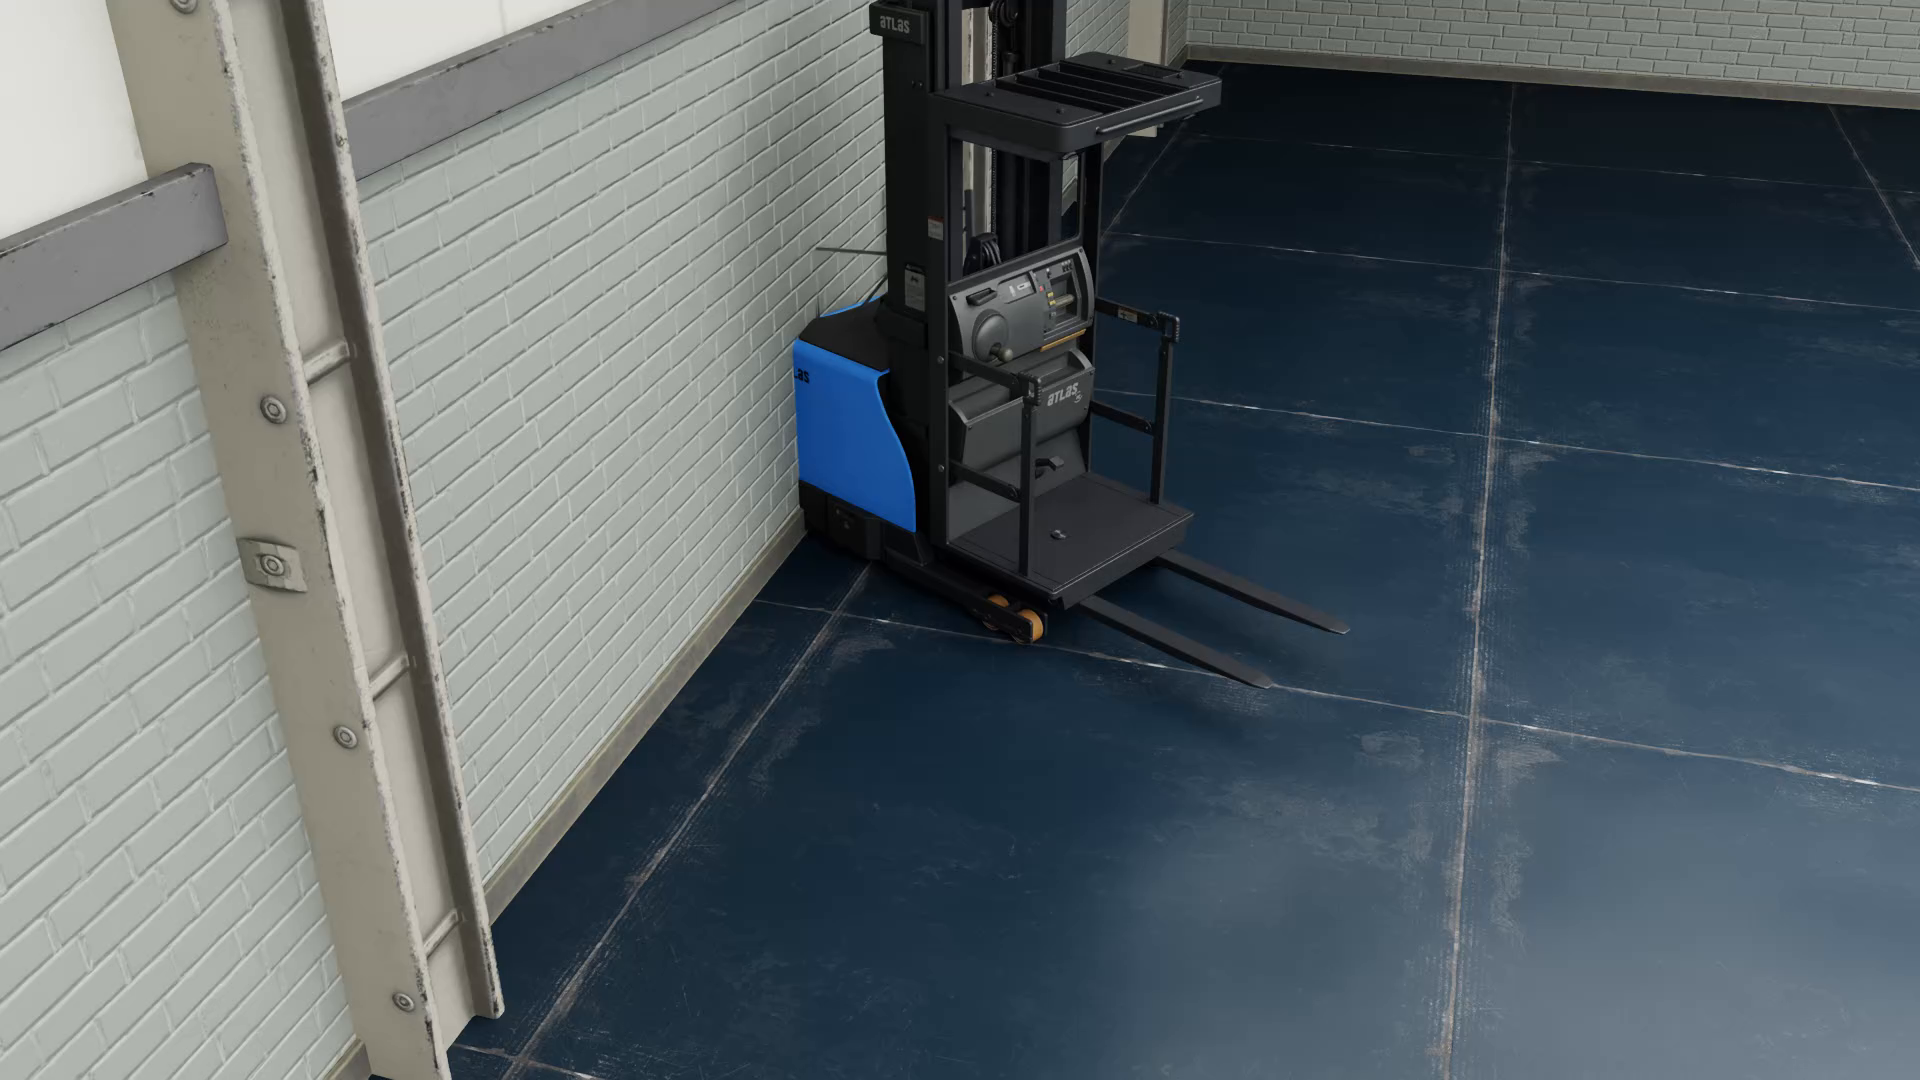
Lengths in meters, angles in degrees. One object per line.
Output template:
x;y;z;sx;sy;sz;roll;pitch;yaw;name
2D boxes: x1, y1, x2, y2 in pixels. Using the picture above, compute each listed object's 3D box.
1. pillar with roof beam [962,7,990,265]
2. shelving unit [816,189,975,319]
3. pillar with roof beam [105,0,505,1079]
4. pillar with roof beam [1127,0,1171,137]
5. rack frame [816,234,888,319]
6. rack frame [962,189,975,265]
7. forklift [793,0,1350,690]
4.085;-4.401;7.405;9.100;9.000;0.400;8;30;15;pillar with roof beam
-0.339;-1.061;9.048;0.587;1.500;1.083;8;26;21;shelving unit
2.324;-1.613;2.393;9.100;9.000;0.400;8;30;15;pillar with roof beam
5.846;-7.190;12.418;9.100;9.000;0.400;8;30;15;pillar with roof beam
-0.531;-0.866;8.630;0.500;1.500;0.032;8;26;21;rack frame
-0.140;-1.263;9.480;0.500;1.500;0.032;8;26;21;rack frame
0.453;-1.071;7.661;3.031;2.935;1.130;25;38;37;forklift
